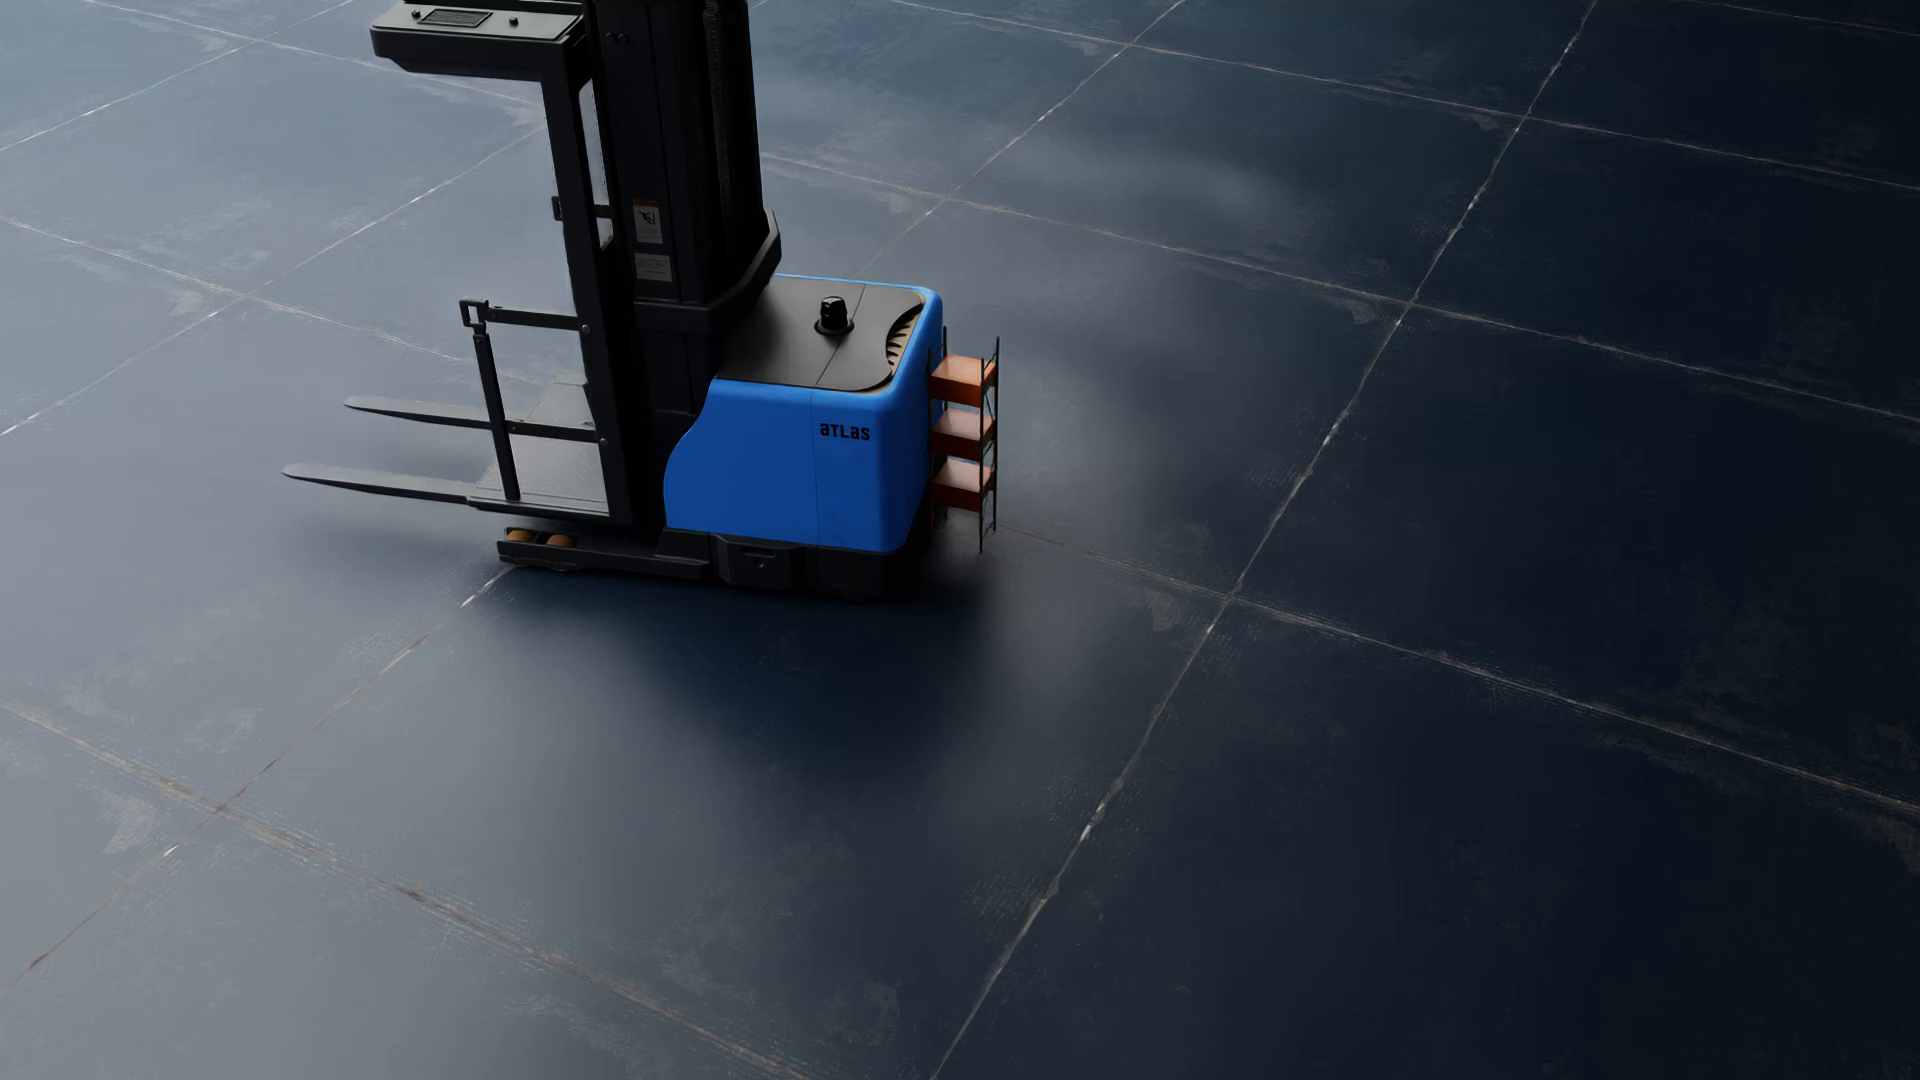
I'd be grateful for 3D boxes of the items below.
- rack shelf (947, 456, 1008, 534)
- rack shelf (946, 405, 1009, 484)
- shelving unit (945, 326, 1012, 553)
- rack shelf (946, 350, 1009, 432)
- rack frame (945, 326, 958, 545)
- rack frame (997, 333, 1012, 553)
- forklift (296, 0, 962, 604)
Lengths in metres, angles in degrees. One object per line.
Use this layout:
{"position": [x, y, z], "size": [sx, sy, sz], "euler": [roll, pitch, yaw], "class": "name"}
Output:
{"position": [0.081, -0.207, 7.632], "size": [0.240, 0.259, 0.215], "euler": [9, 38, 11], "class": "rack shelf"}
{"position": [0.081, -0.429, 7.464], "size": [0.240, 0.259, 0.215], "euler": [9, 38, 11], "class": "rack shelf"}
{"position": [0.081, -0.437, 7.457], "size": [0.252, 1.050, 0.215], "euler": [9, 38, 11], "class": "shelving unit"}
{"position": [0.081, -0.655, 7.292], "size": [0.240, 0.259, 0.215], "euler": [9, 38, 11], "class": "rack shelf"}
{"position": [-0.037, -0.455, 7.481], "size": [0.008, 1.050, 0.200], "euler": [9, 38, 11], "class": "rack frame"}
{"position": [0.199, -0.419, 7.434], "size": [0.008, 1.050, 0.200], "euler": [9, 38, 11], "class": "rack frame"}
{"position": [-1.560, -1.321, 7.066], "size": [3.031, 2.935, 1.130], "euler": [7, 38, 9], "class": "forklift"}
